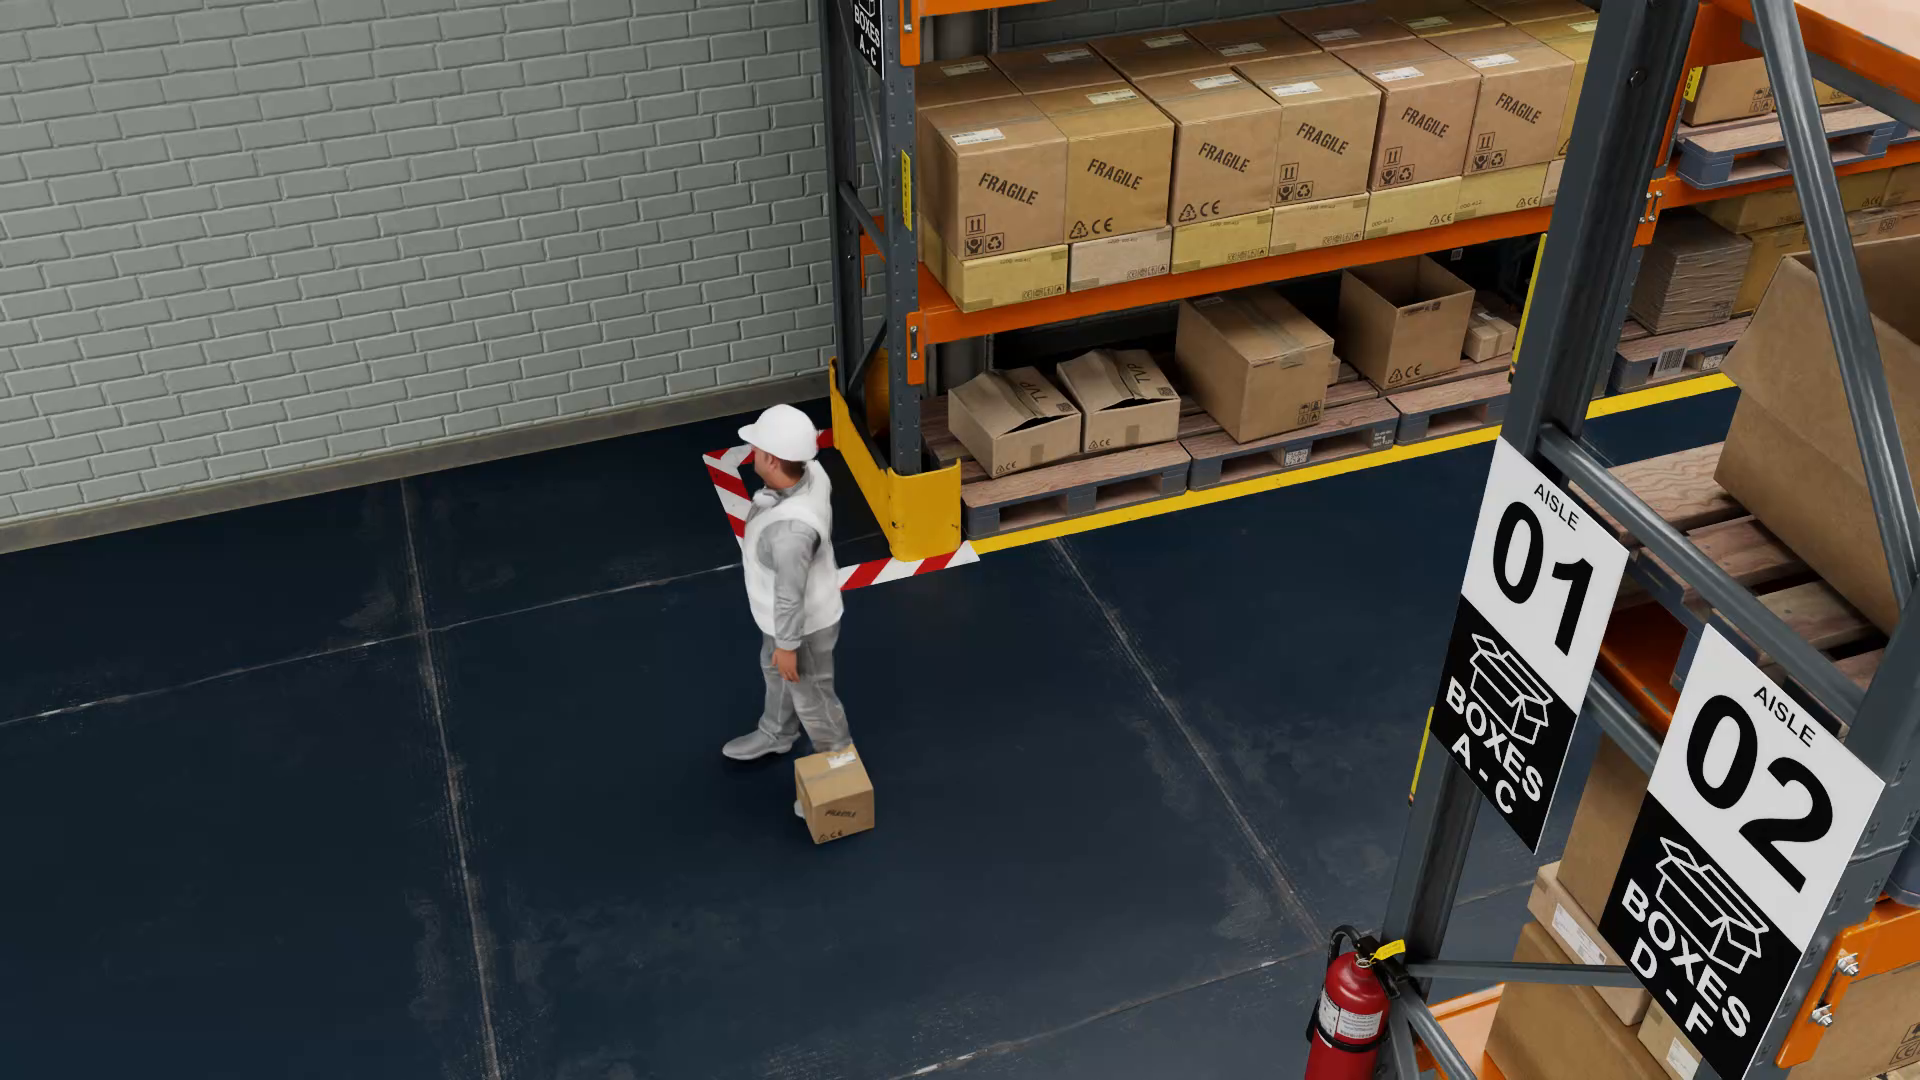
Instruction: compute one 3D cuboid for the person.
[{"bbox_3d":[-0.704,0.256,6.392,0.555,1.773,0.614,-4,38,-5],"label":"person"}]
